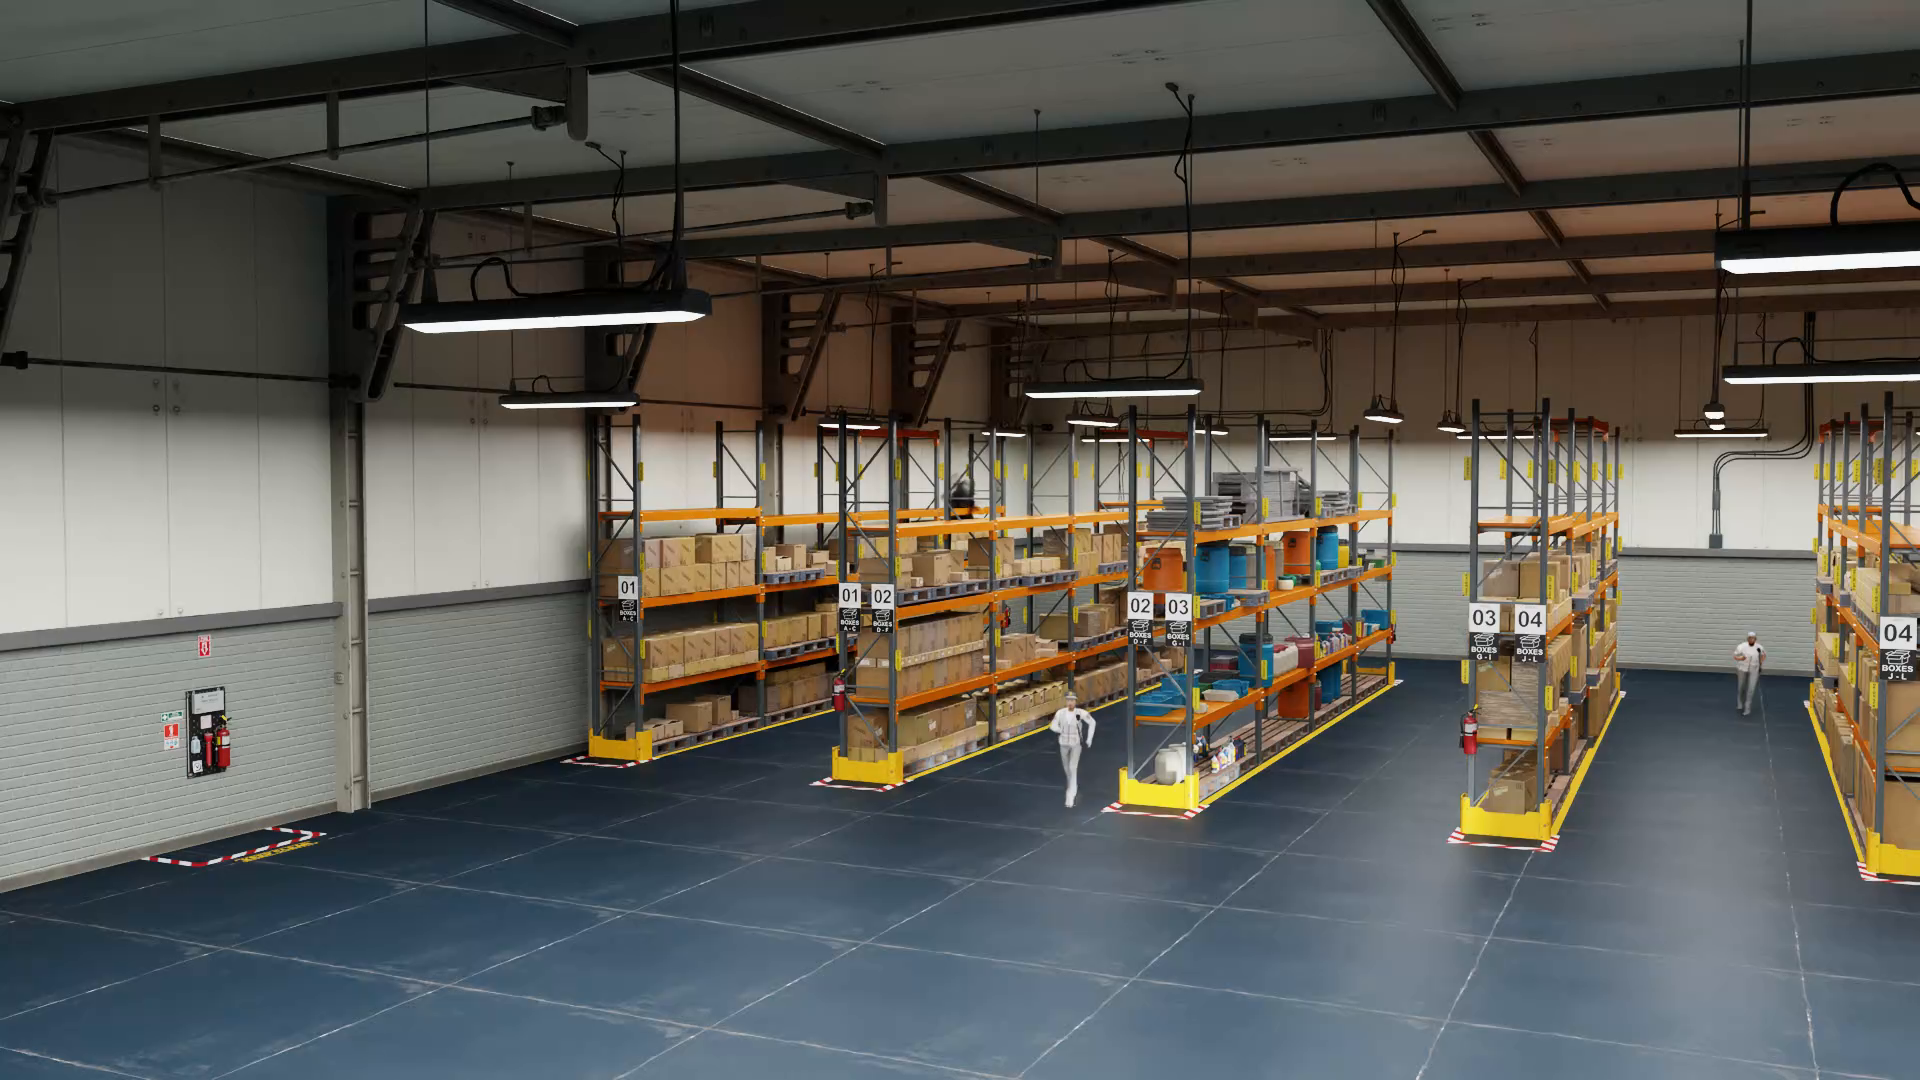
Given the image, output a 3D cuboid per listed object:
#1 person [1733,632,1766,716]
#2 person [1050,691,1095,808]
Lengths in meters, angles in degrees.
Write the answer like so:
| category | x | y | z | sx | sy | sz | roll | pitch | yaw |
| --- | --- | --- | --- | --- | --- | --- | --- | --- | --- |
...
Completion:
| category | x | y | z | sx | sy | sz | roll | pitch | yaw |
| --- | --- | --- | --- | --- | --- | --- | --- | --- | --- |
| person | 16.363 | 2.750 | 34.476 | 0.608 | 1.700 | 0.877 | 1 | 3 | 24 |
| person | 1.676 | 3.117 | 25.117 | 0.644 | 1.691 | 0.895 | 1 | 3 | 21 |
